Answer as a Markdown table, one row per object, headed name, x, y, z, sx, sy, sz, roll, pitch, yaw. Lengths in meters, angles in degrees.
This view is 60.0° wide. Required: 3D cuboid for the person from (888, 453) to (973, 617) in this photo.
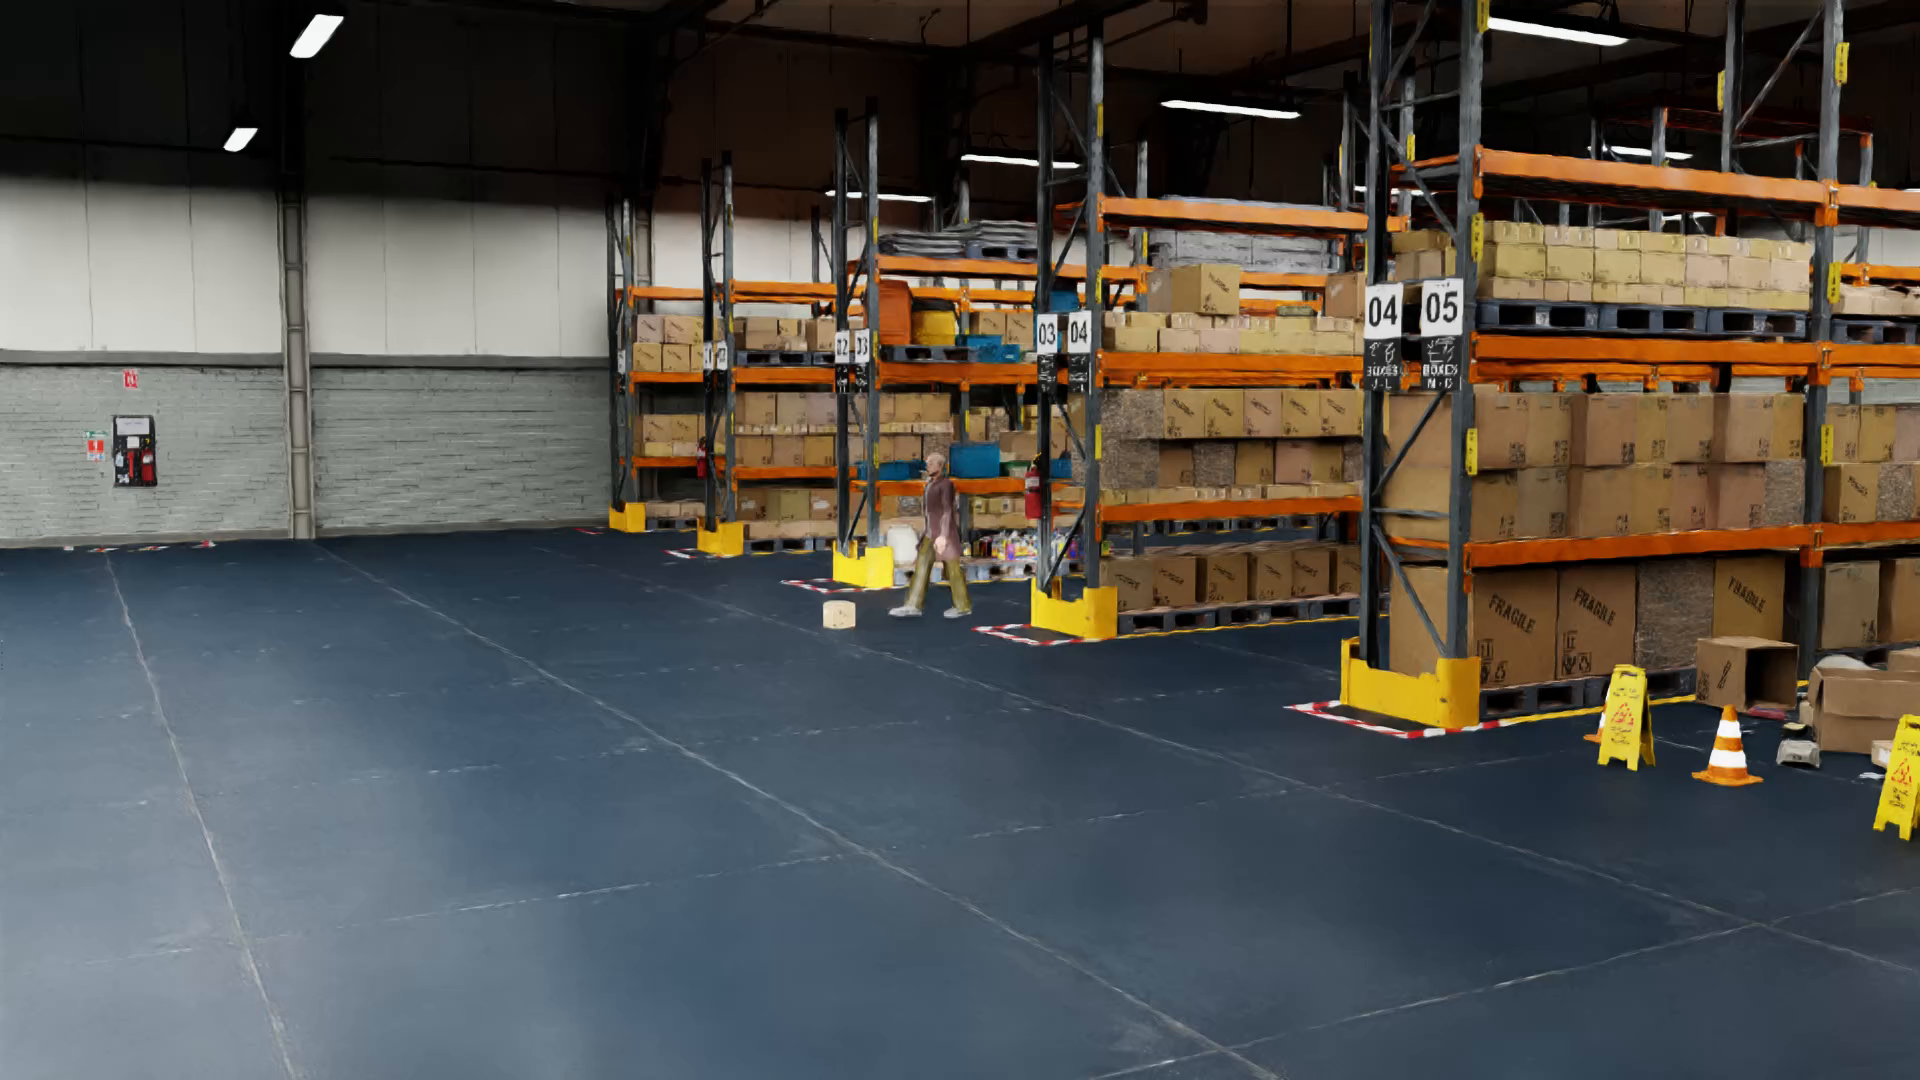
| name | x | y | z | sx | sy | sz | roll | pitch | yaw |
| --- | --- | --- | --- | --- | --- | --- | --- | --- | --- |
| person | -0.277 | -0.049 | 17.622 | 0.889 | 1.748 | 0.614 | -3 | 6 | -27 |
